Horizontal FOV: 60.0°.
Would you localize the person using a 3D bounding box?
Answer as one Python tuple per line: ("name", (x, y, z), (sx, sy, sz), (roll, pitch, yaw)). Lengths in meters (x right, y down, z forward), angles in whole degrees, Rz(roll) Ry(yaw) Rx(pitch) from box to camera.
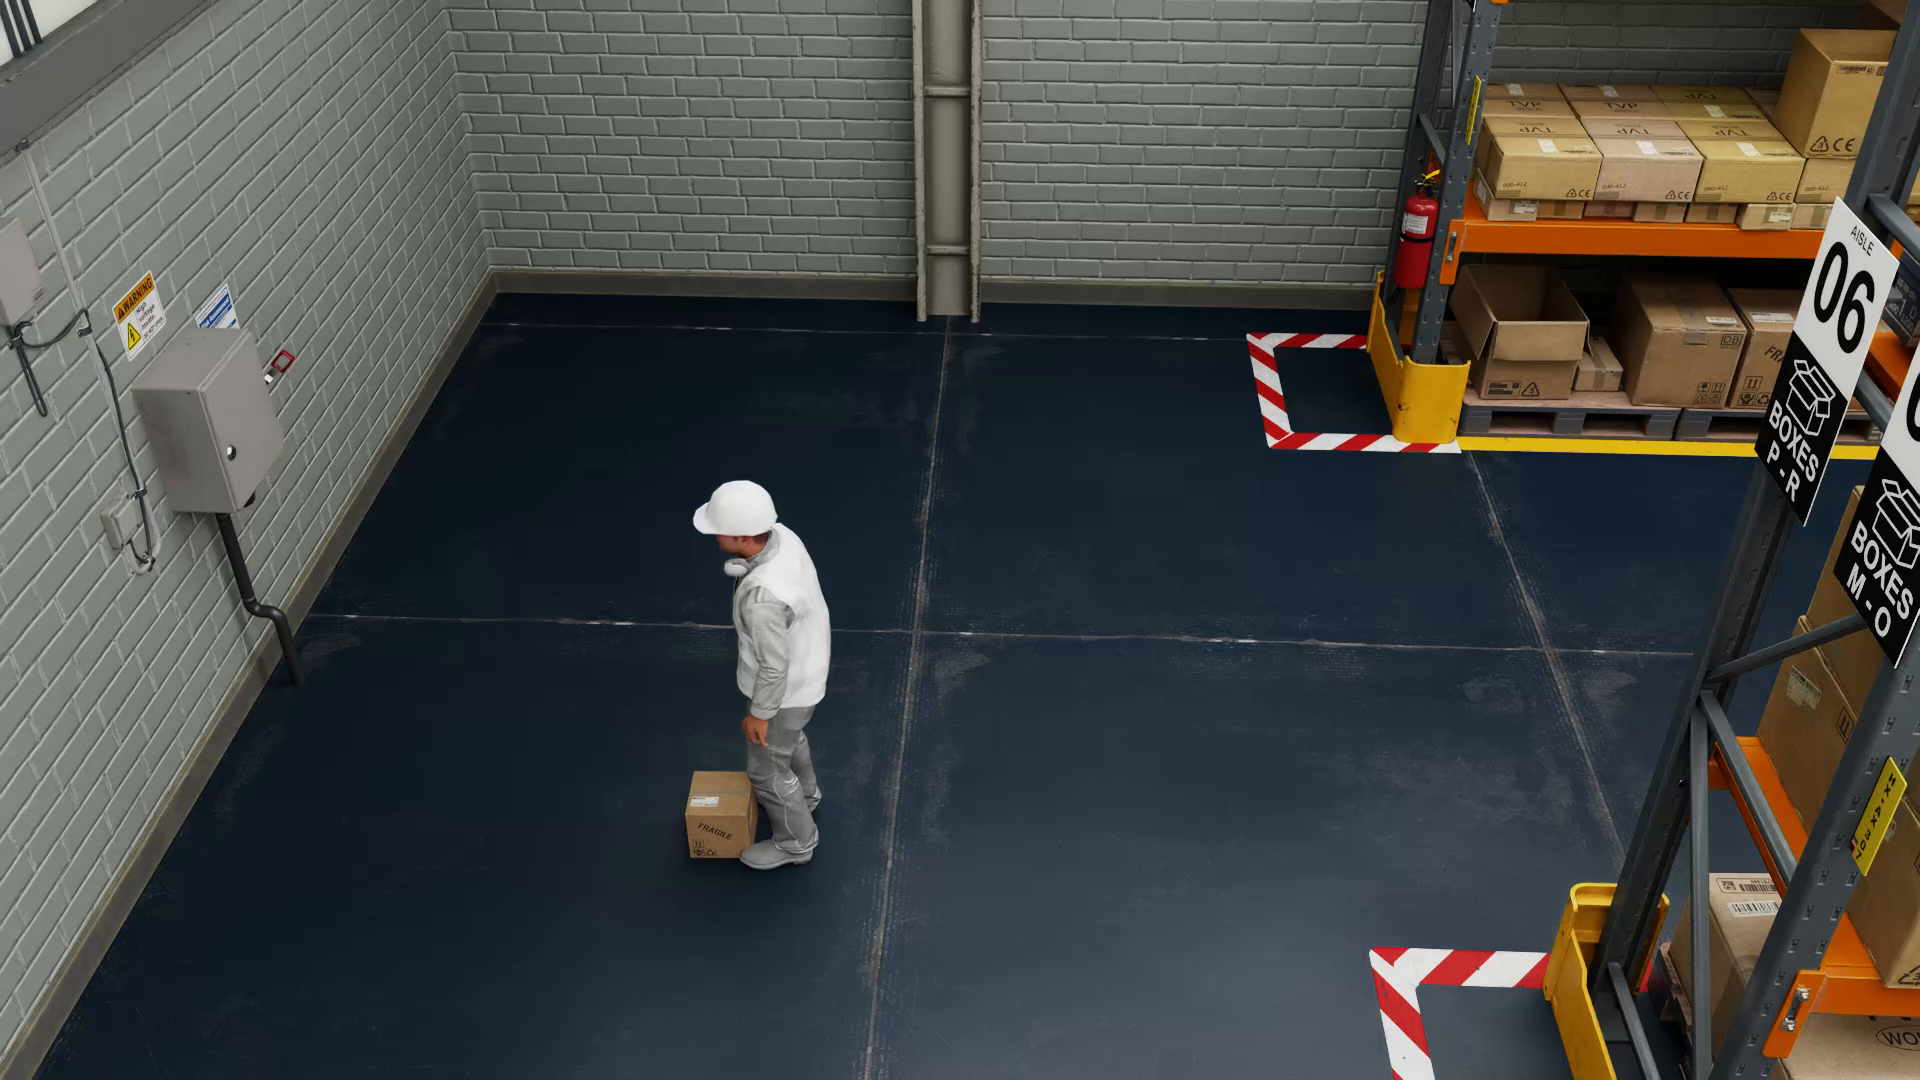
("person", (-0.719, 0.513, 6.374), (0.461, 1.772, 0.589), (0, 35, 0))
